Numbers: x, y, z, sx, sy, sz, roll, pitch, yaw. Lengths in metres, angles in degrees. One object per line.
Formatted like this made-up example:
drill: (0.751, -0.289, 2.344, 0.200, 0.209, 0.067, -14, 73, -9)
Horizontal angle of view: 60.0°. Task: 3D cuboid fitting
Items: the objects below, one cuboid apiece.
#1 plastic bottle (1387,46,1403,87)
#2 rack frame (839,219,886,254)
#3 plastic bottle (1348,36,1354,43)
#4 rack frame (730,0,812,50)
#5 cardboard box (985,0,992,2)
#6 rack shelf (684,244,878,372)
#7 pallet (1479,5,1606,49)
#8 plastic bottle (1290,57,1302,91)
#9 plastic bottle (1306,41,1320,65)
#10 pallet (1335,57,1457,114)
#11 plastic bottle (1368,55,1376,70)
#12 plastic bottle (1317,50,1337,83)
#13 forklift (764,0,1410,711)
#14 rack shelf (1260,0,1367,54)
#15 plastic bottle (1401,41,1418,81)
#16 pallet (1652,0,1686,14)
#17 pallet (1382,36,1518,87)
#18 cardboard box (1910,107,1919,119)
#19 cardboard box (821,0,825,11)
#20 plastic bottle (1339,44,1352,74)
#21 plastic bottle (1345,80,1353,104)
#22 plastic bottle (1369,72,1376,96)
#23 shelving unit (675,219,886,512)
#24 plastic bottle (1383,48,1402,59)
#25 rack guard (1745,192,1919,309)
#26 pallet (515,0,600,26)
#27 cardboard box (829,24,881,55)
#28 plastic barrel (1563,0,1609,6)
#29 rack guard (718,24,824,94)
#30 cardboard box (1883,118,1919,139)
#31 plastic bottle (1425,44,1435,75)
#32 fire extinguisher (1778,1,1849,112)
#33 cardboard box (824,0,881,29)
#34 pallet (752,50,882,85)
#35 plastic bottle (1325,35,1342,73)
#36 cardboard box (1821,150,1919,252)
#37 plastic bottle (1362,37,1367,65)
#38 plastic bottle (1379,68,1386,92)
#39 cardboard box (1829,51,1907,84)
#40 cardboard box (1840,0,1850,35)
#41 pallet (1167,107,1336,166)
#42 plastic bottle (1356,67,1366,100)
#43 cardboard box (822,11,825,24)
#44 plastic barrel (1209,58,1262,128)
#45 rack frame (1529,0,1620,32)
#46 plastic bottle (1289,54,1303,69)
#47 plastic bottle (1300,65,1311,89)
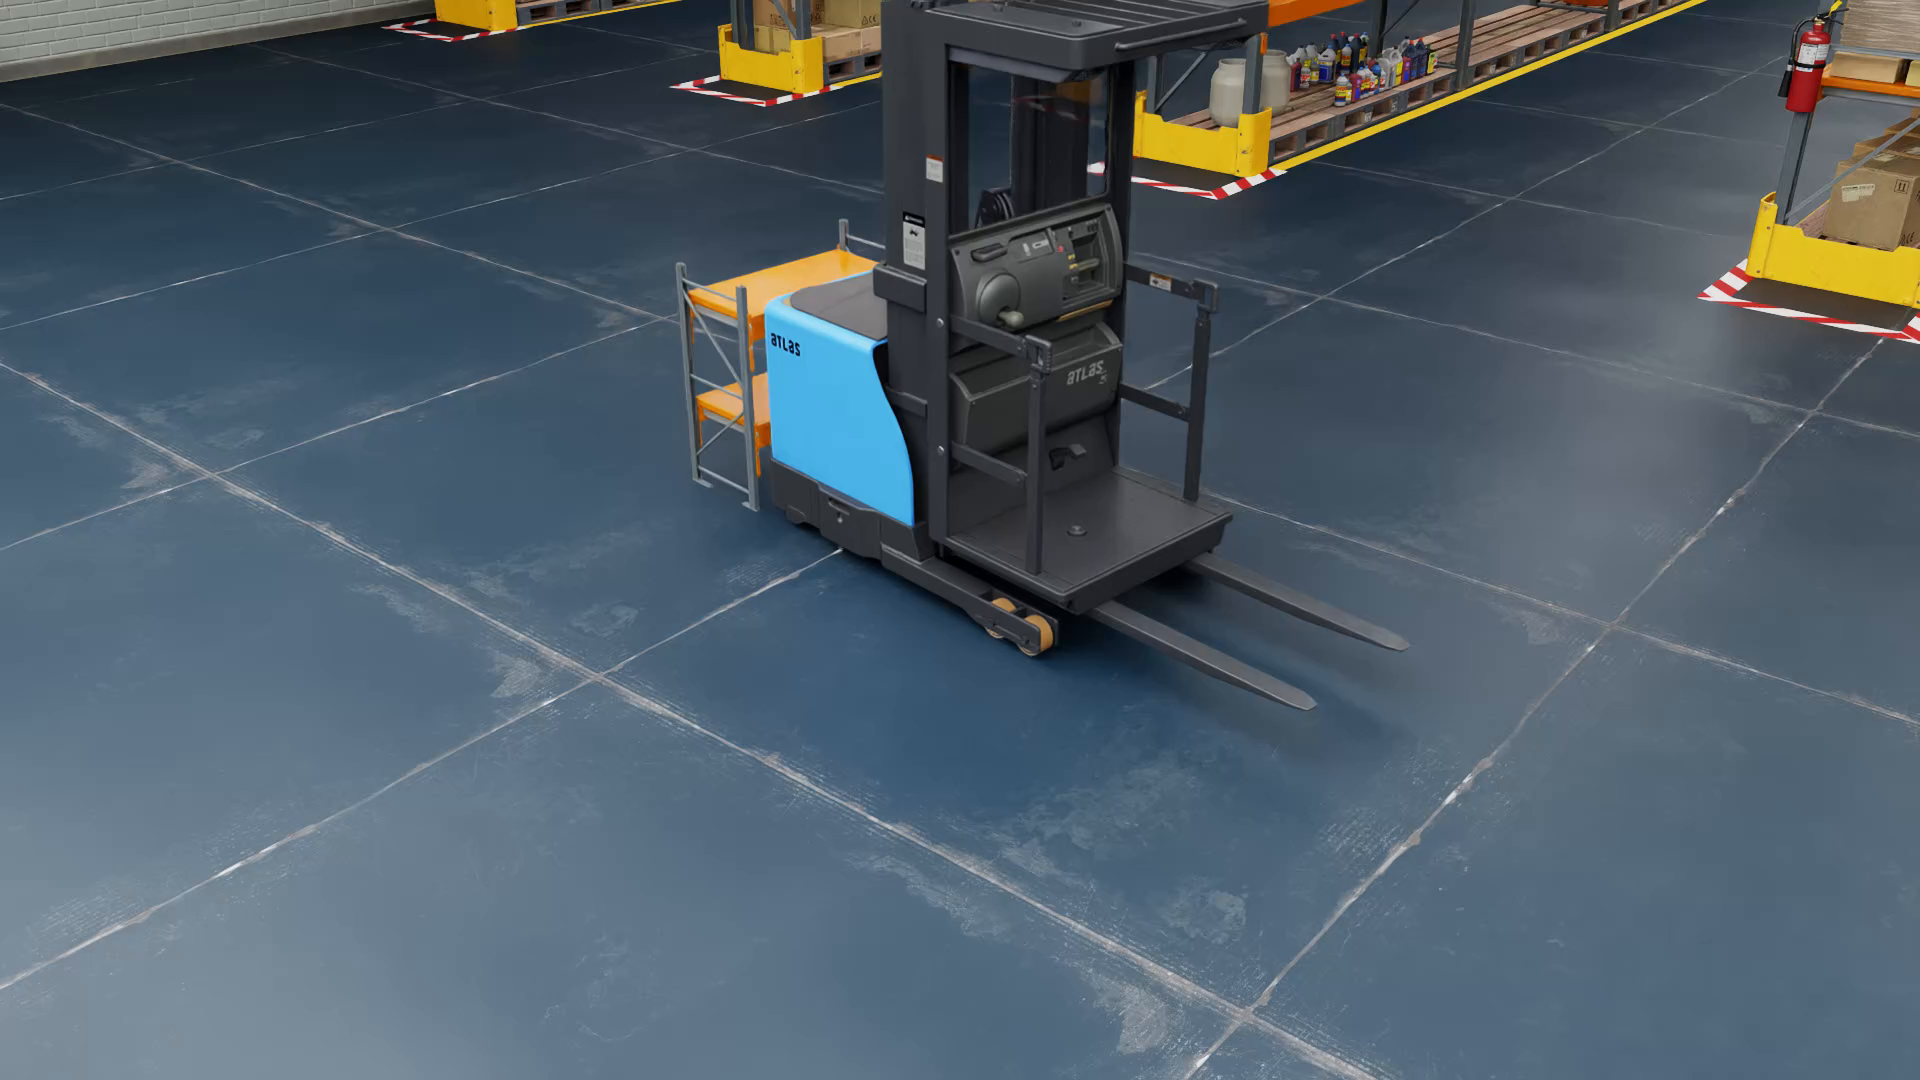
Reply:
plastic bottle: (3.994, -4.376, 15.348, 0.144, 0.351, 0.185, 21, 34, 34)
rack frame: (-0.429, -1.051, 8.558, 0.032, 1.125, 0.500, -24, 36, -39)
plastic bottle: (3.783, -4.730, 16.114, 0.152, 0.276, 0.135, 22, 35, 36)
rack frame: (-1.856, -5.883, 15.857, 1.000, 3.000, 0.127, 21, 34, 34)
cardboard box: (0.235, -6.197, 18.184, 0.500, 0.500, 0.500, 21, 34, 34)
rack shelf: (-0.791, -1.147, 8.106, 1.000, 0.278, 0.538, -24, 36, -39)
pallet: (6.530, -5.768, 18.670, 1.003, 0.211, 1.213, 21, 34, 34)
plastic bottle: (3.058, -4.252, 15.183, 0.061, 0.283, 0.133, 21, 34, 34)
plastic bottle: (3.284, -4.488, 15.565, 0.144, 0.351, 0.185, 20, 34, 34)
pallet: (4.049, -4.387, 16.001, 1.003, 0.211, 1.213, 21, 34, 34)
plastic bottle: (3.805, -4.320, 15.314, 0.061, 0.283, 0.133, 21, 34, 34)
plastic bottle: (3.415, -4.421, 15.516, 0.152, 0.276, 0.135, 21, 34, 34)
forklift: (0.473, -1.093, 6.673, 1.130, 2.935, 3.031, -23, 35, -38)
rack shelf: (3.236, -4.823, 14.592, 1.077, 0.370, 4.000, 21, 34, 34)
plastic bottle: (4.199, -4.490, 15.569, 0.144, 0.351, 0.185, 19, 33, 32)
pallet: (8.298, -6.754, 20.576, 1.003, 0.211, 1.213, 21, 34, 34)
pallet: (4.978, -4.903, 16.998, 1.003, 0.211, 1.213, 21, 34, 34)
cardboard box: (7.687, -3.145, 12.828, 0.500, 0.500, 0.500, -16, 31, -28)
cardboard box: (-1.119, -5.817, 17.449, 0.500, 0.500, 0.500, 21, 34, 34)
plastic bottle: (3.676, -4.584, 15.837, 0.097, 0.271, 0.097, 0, 27, 0)
plastic bottle: (3.424, -3.975, 14.735, 0.097, 0.201, 0.097, 0, 27, 0)
plastic bottle: (3.702, -4.130, 15.036, 0.097, 0.201, 0.097, 0, 27, 0)
shelving unit: (-0.791, -0.887, 8.240, 1.048, 1.125, 0.538, -24, 36, -39)
plastic bottle: (4.069, -4.491, 15.653, 0.152, 0.276, 0.135, 21, 34, 34)
rack guard: (5.834, -1.903, 10.884, 1.175, 0.500, 0.348, 21, 34, 34)
pallet: (-5.088, -6.395, 19.882, 1.003, 0.211, 1.213, 21, 34, 34)
cardboard box: (-1.028, -5.151, 16.979, 0.500, 0.250, 0.500, 21, 34, 34)
plastic barrel: (7.351, -6.671, 19.286, 0.600, 0.830, 0.708, 21, 34, 34)
rack guard: (-1.871, -4.764, 16.415, 1.175, 0.500, 0.348, 21, 34, 34)
cardboard box: (6.963, -2.717, 12.001, 0.500, 0.500, 0.500, 25, 36, 39)
plastic bottle: (4.457, -4.574, 15.804, 0.061, 0.283, 0.133, 23, 35, 37)
fire extinguisher: (5.358, -3.046, 10.457, 0.296, 0.674, 0.183, 21, 34, 34)
cardboard box: (-1.026, -5.484, 16.805, 0.500, 0.500, 0.500, 21, 34, 34)
pallet: (-1.402, -4.928, 17.045, 1.003, 0.211, 1.213, 21, 34, 34)
plastic bottle: (3.555, -4.639, 15.857, 0.144, 0.351, 0.185, 19, 33, 32)
cardboard box: (6.196, -2.279, 11.154, 0.500, 0.500, 0.500, -21, 34, -35)
plastic bottle: (3.865, -4.702, 16.053, 0.061, 0.283, 0.133, 21, 34, 34)
plastic bottle: (3.833, -4.203, 15.176, 0.097, 0.201, 0.097, 0, 27, 0)
cardboard box: (5.808, -3.036, 10.627, 0.380, 0.149, 0.250, 21, 34, 34)
cardboard box: (6.382, -3.562, 10.938, 0.875, 0.500, 0.500, 21, 34, 34)
pallet: (2.497, -3.522, 14.329, 1.003, 0.211, 1.213, 21, 34, 34)
plastic bottle: (3.576, -4.090, 14.883, 0.097, 0.271, 0.097, 0, 27, 0)
cardboard box: (-1.434, -5.305, 17.276, 0.500, 0.250, 0.500, 21, 34, 34)
plastic barrel: (2.324, -3.771, 14.025, 0.421, 0.512, 0.421, 0, 27, 0)
rack frame: (7.053, -7.270, 18.539, 1.000, 3.000, 0.127, 21, 34, 34)
plastic bottle: (3.064, -4.329, 15.339, 0.152, 0.276, 0.135, 20, 33, 33)
plastic bottle: (3.172, -4.266, 15.299, 0.097, 0.201, 0.097, 0, 27, 0)
